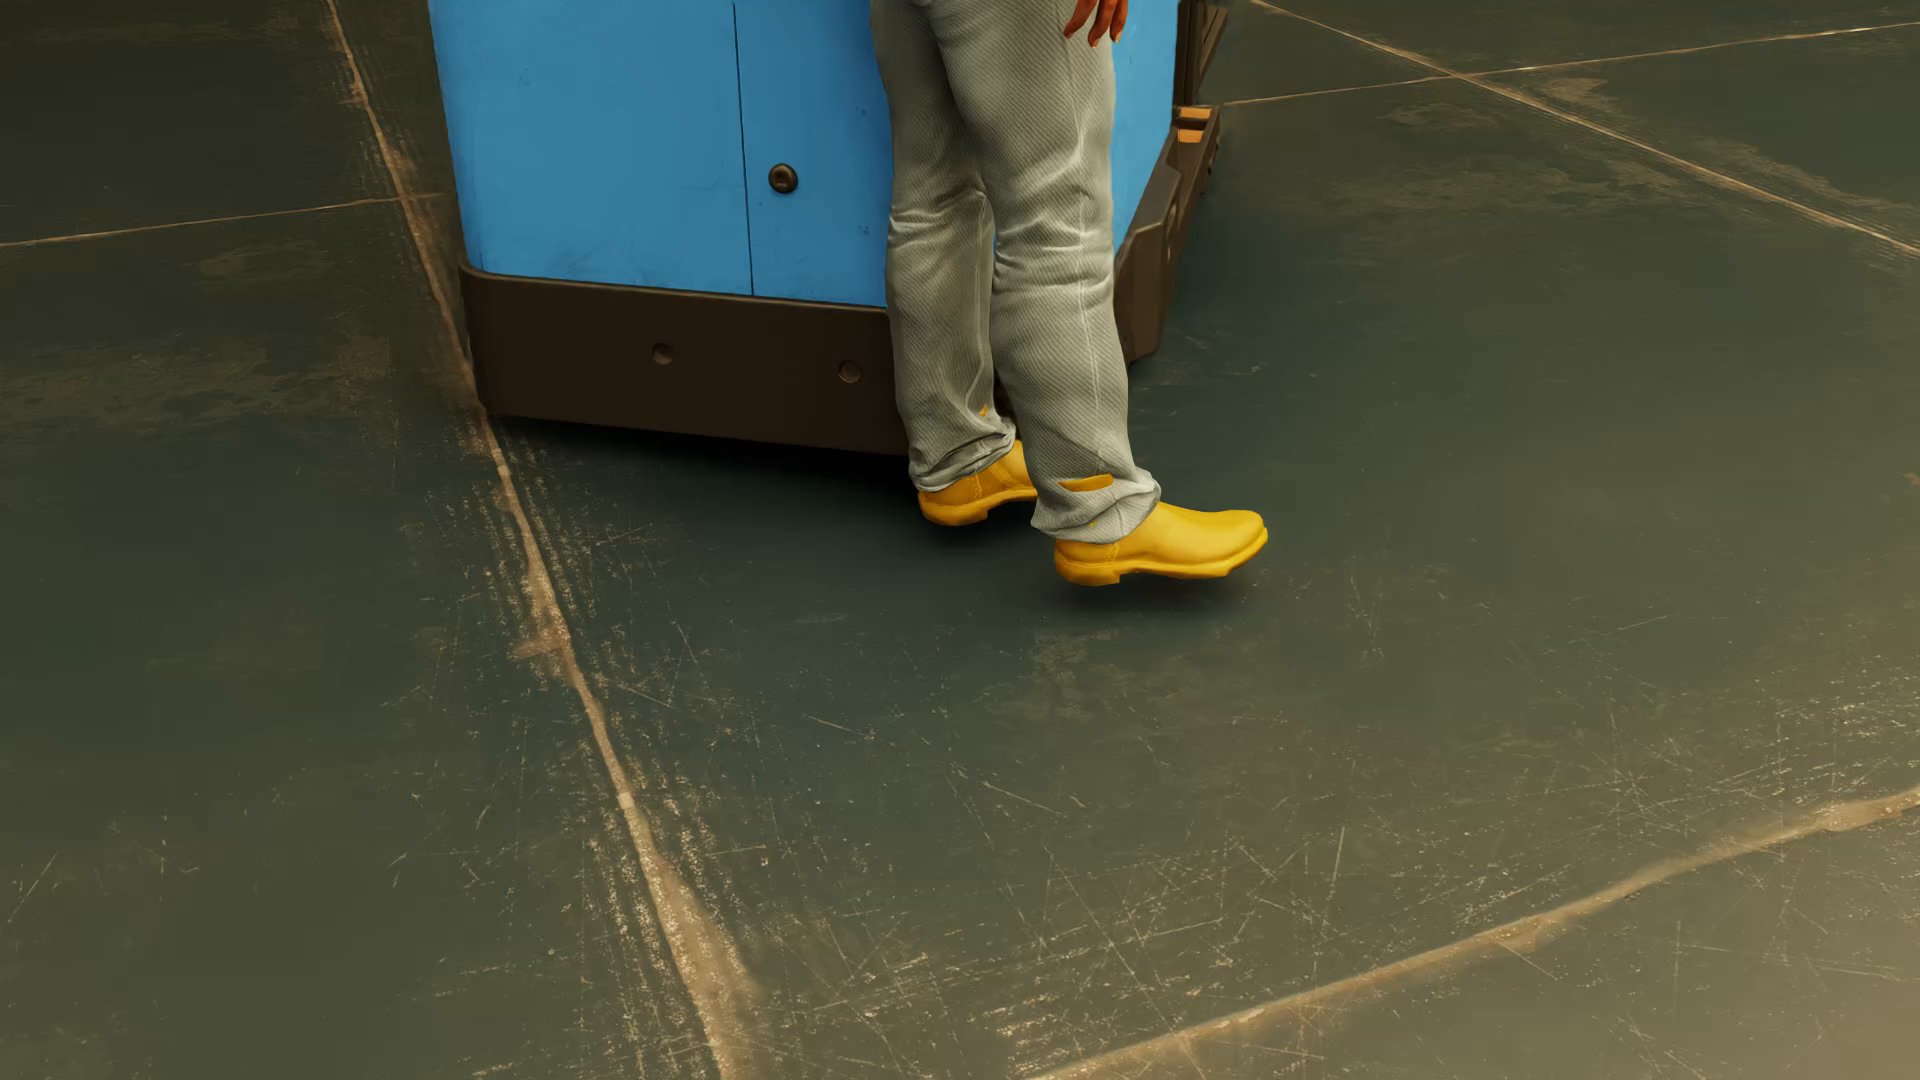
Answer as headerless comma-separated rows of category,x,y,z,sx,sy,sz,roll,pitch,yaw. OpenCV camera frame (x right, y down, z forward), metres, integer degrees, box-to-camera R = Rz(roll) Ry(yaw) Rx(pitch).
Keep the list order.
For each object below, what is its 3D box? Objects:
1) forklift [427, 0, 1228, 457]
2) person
forklift,0.020,-2.096,3.218,1.130,2.935,3.031,6,30,11
person,0.066,-0.819,2.057,0.577,1.765,0.665,-11,32,-19
